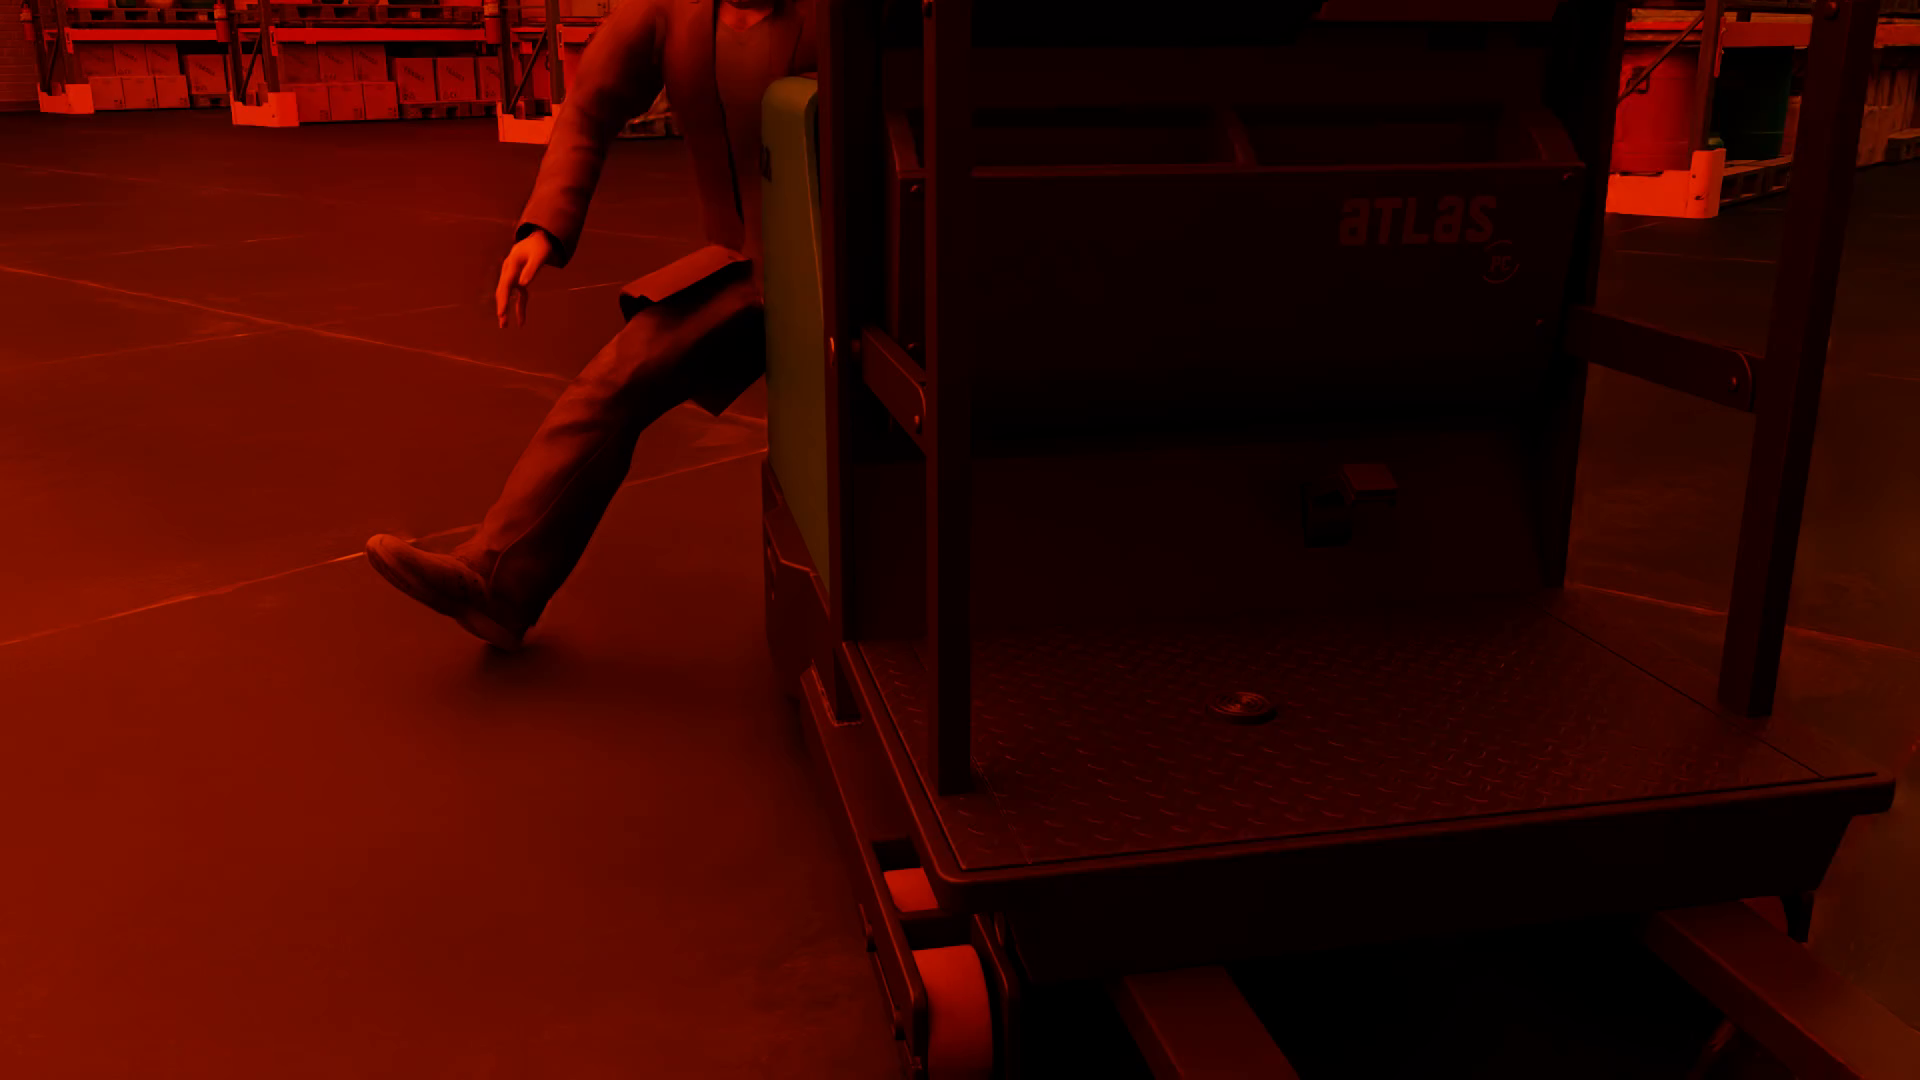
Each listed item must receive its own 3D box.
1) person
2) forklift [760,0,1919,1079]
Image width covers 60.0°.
[{"bbox_3d":[-0.350,-0.492,3.136,1.240,1.441,1.007,6,18,20],"label":"person"},{"bbox_3d":[0.412,-0.896,1.847,1.130,2.935,3.031,-4,17,-12],"label":"forklift"}]
